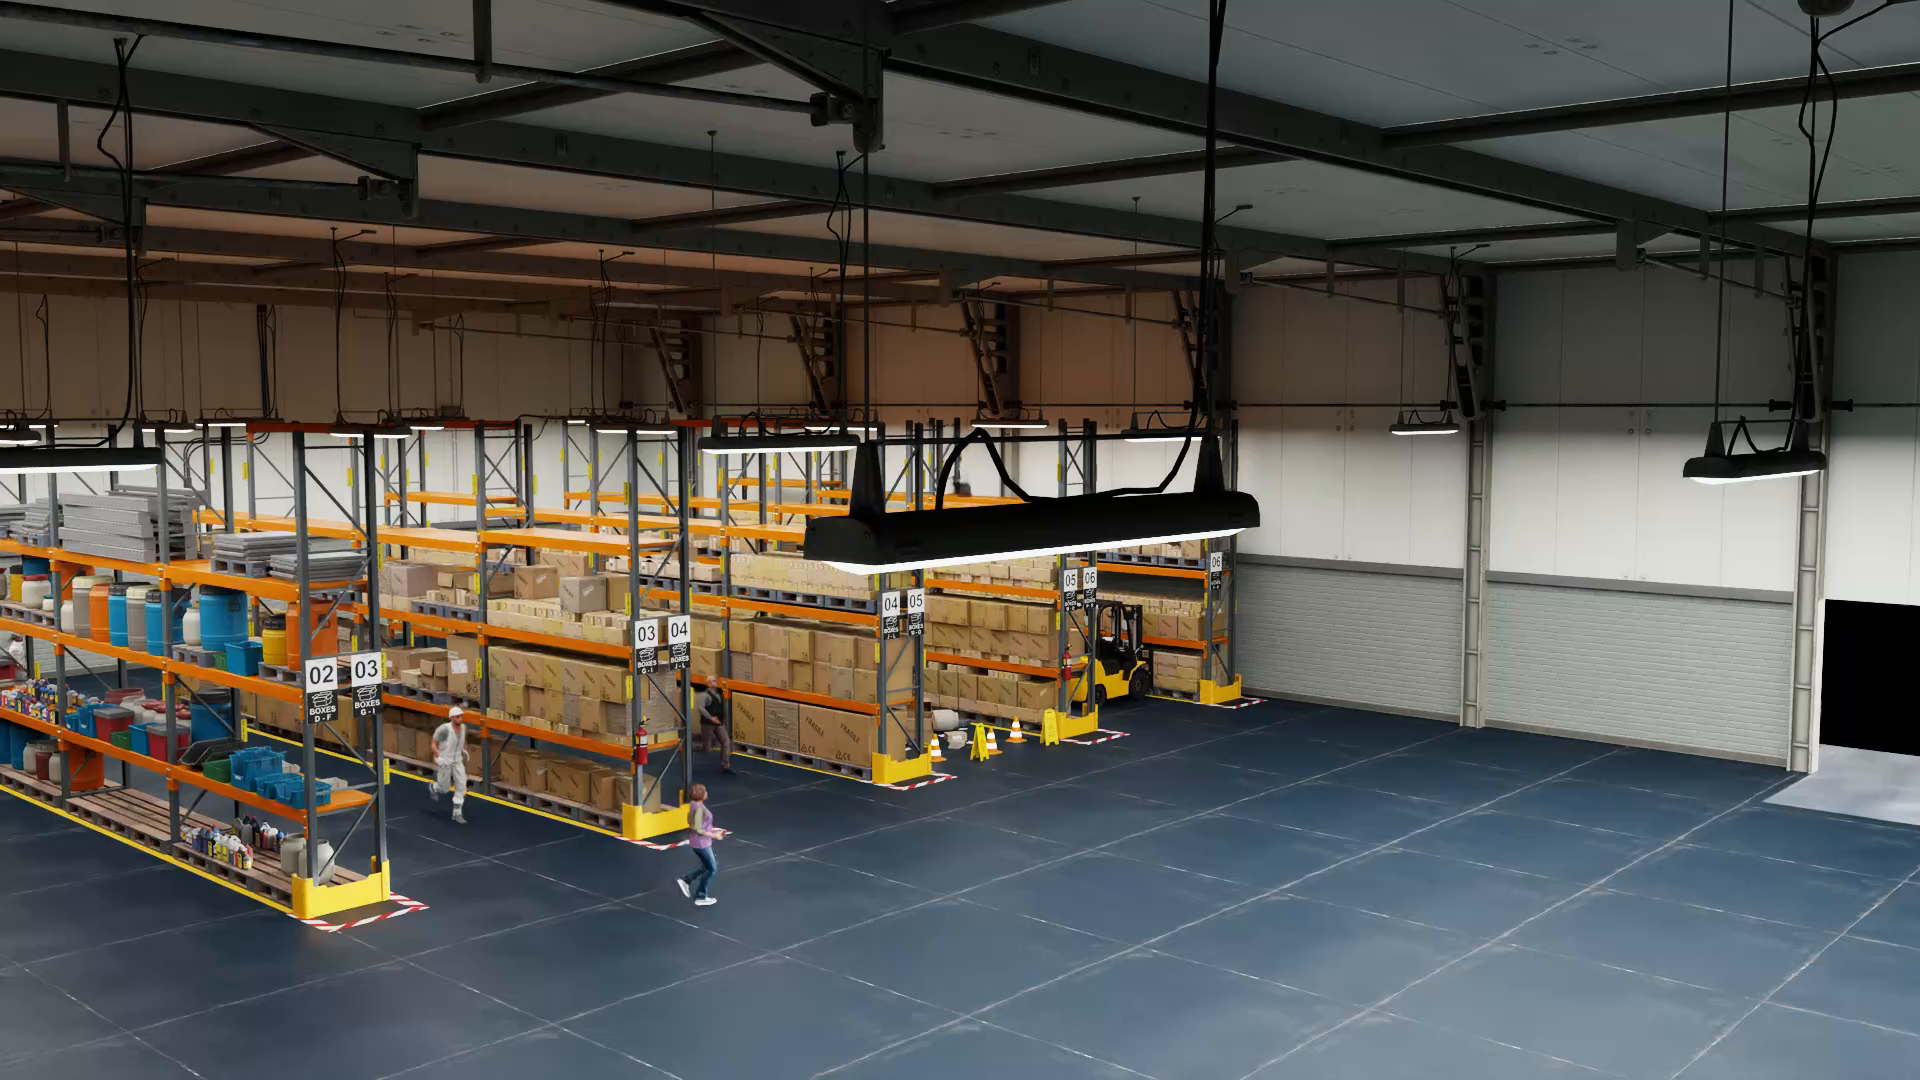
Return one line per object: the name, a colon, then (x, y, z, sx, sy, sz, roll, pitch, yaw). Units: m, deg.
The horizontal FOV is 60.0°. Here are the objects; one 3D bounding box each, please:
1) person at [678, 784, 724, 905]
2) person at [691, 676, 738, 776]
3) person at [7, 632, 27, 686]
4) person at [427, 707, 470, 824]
person: (-3.279, 3.850, 20.977, 0.561, 1.530, 0.533, -1, 5, -16)
person: (-4.279, 3.176, 28.533, 1.035, 1.714, 0.639, 3, 5, 31)
person: (-19.438, 2.675, 34.185, 0.859, 1.690, 0.573, -3, 5, -30)
person: (-7.808, 3.404, 25.387, 0.949, 1.768, 0.664, 4, 6, 40)
